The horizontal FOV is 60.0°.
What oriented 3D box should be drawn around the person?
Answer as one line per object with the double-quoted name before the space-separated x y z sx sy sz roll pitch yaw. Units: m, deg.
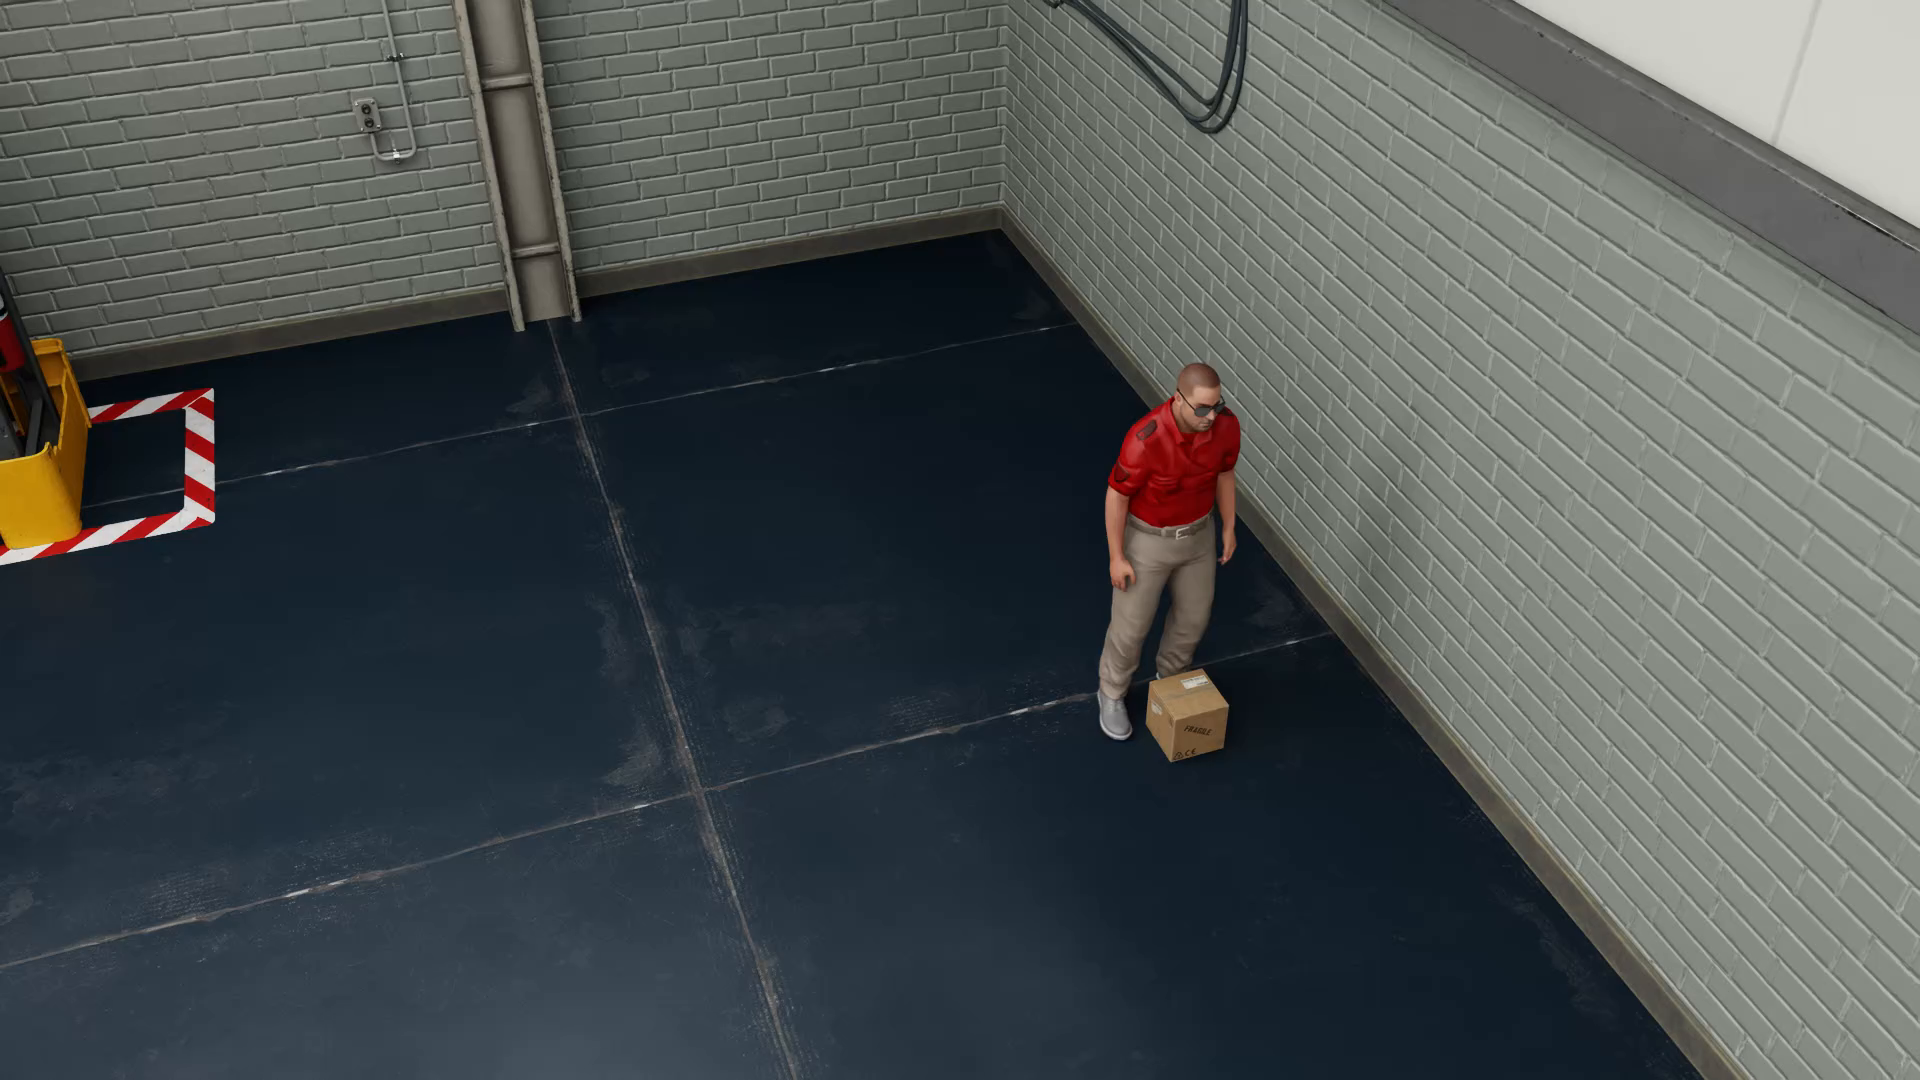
"person" 0.854 0.014 6.777 0.608 1.728 0.389 -15 40 -18
